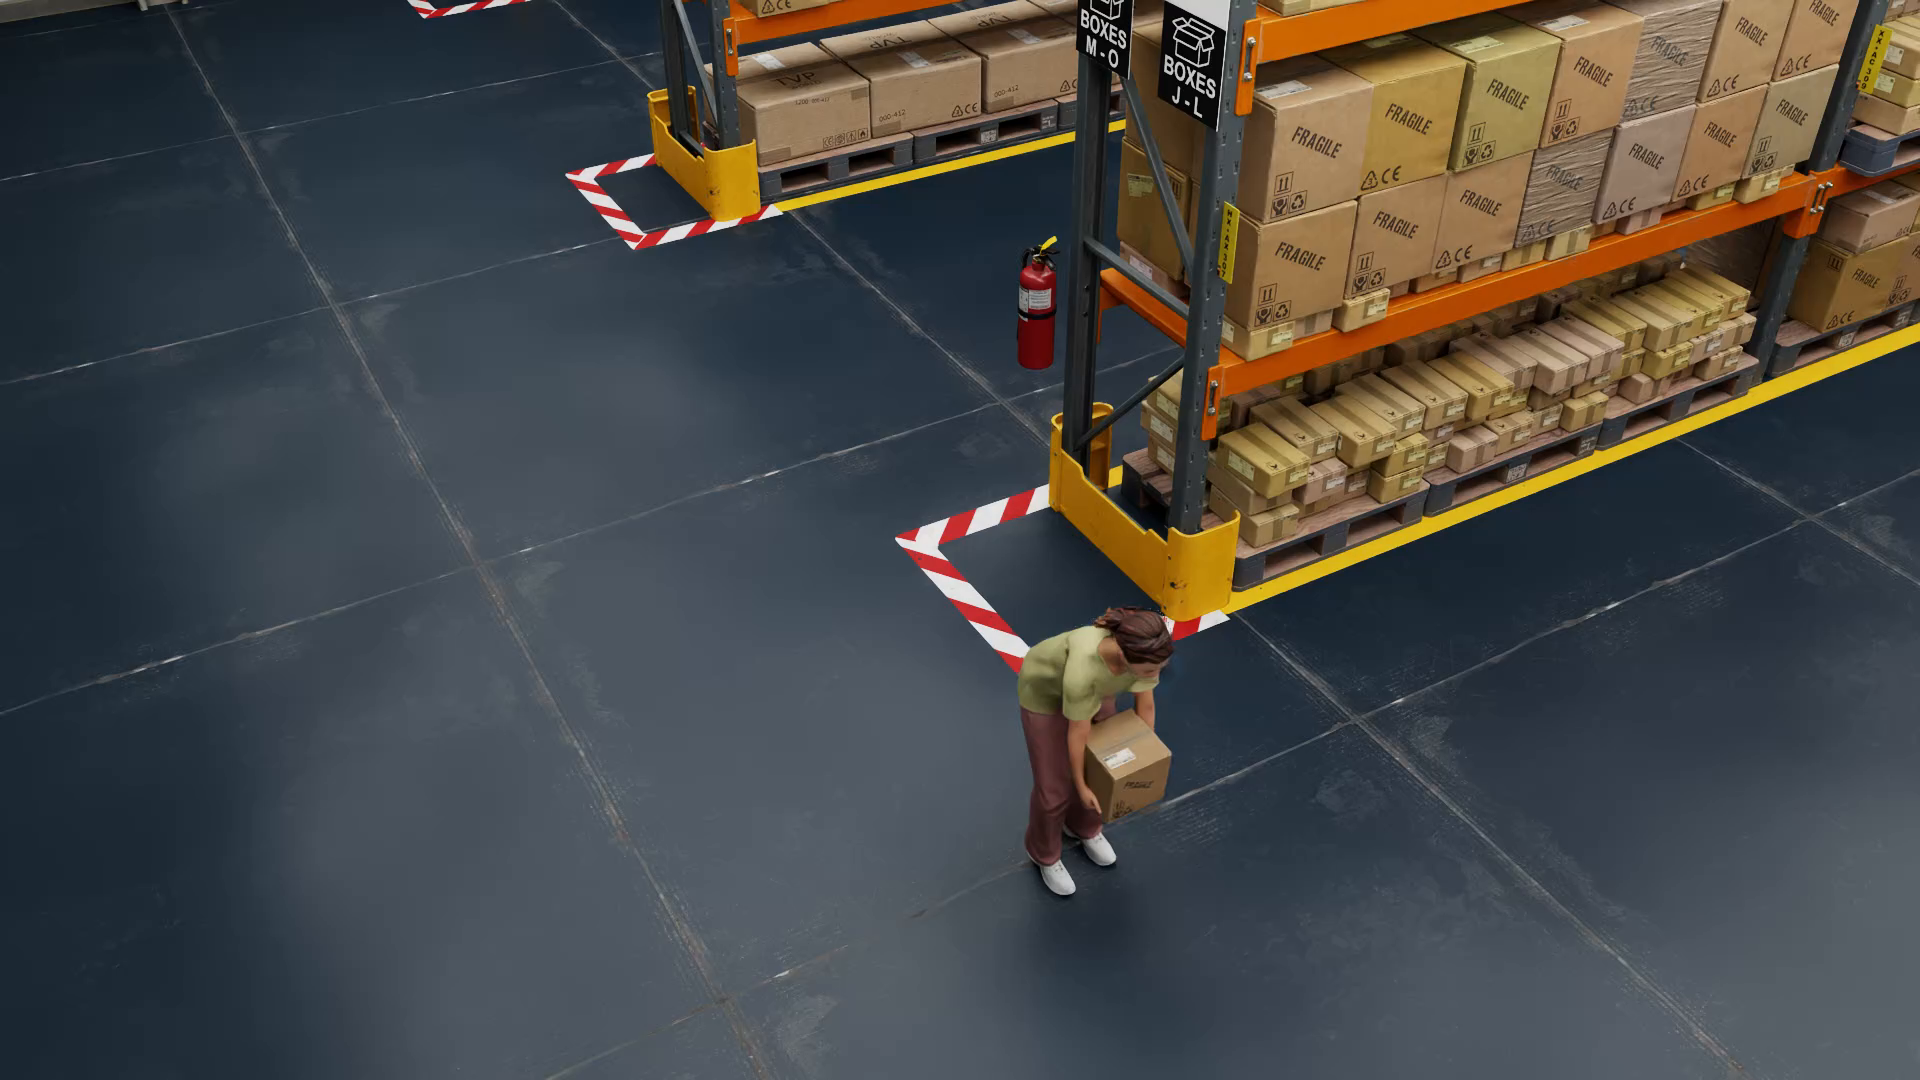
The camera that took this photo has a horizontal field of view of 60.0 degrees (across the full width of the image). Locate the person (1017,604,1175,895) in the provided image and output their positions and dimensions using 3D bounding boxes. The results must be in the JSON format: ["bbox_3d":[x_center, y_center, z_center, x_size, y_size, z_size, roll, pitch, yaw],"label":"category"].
[{"bbox_3d":[0.496,0.732,6.114,0.406,1.489,0.684,-20,41,-25],"label":"person"}]
